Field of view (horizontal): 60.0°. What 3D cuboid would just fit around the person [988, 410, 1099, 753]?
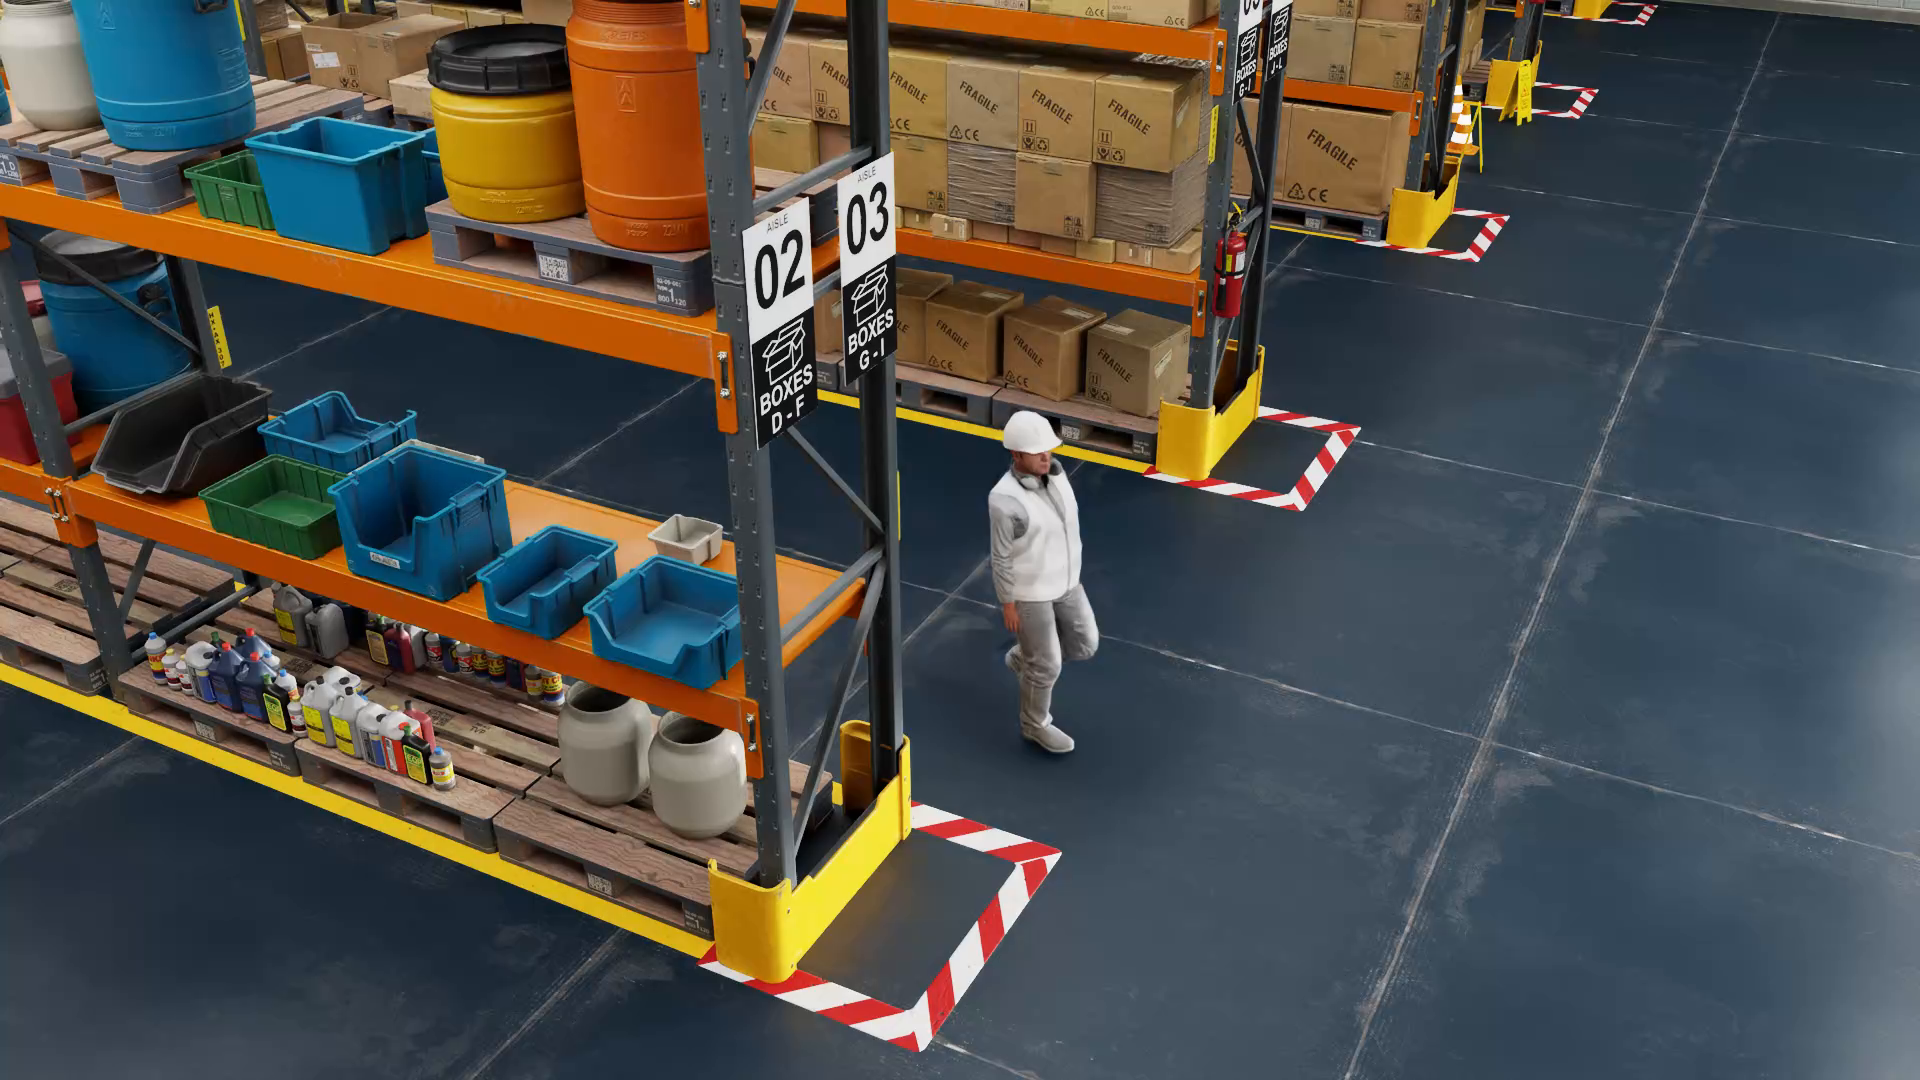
[{"bbox_3d":[0.364,0.191,7.890,0.536,1.756,0.563,20,36,31],"label":"person"}]
